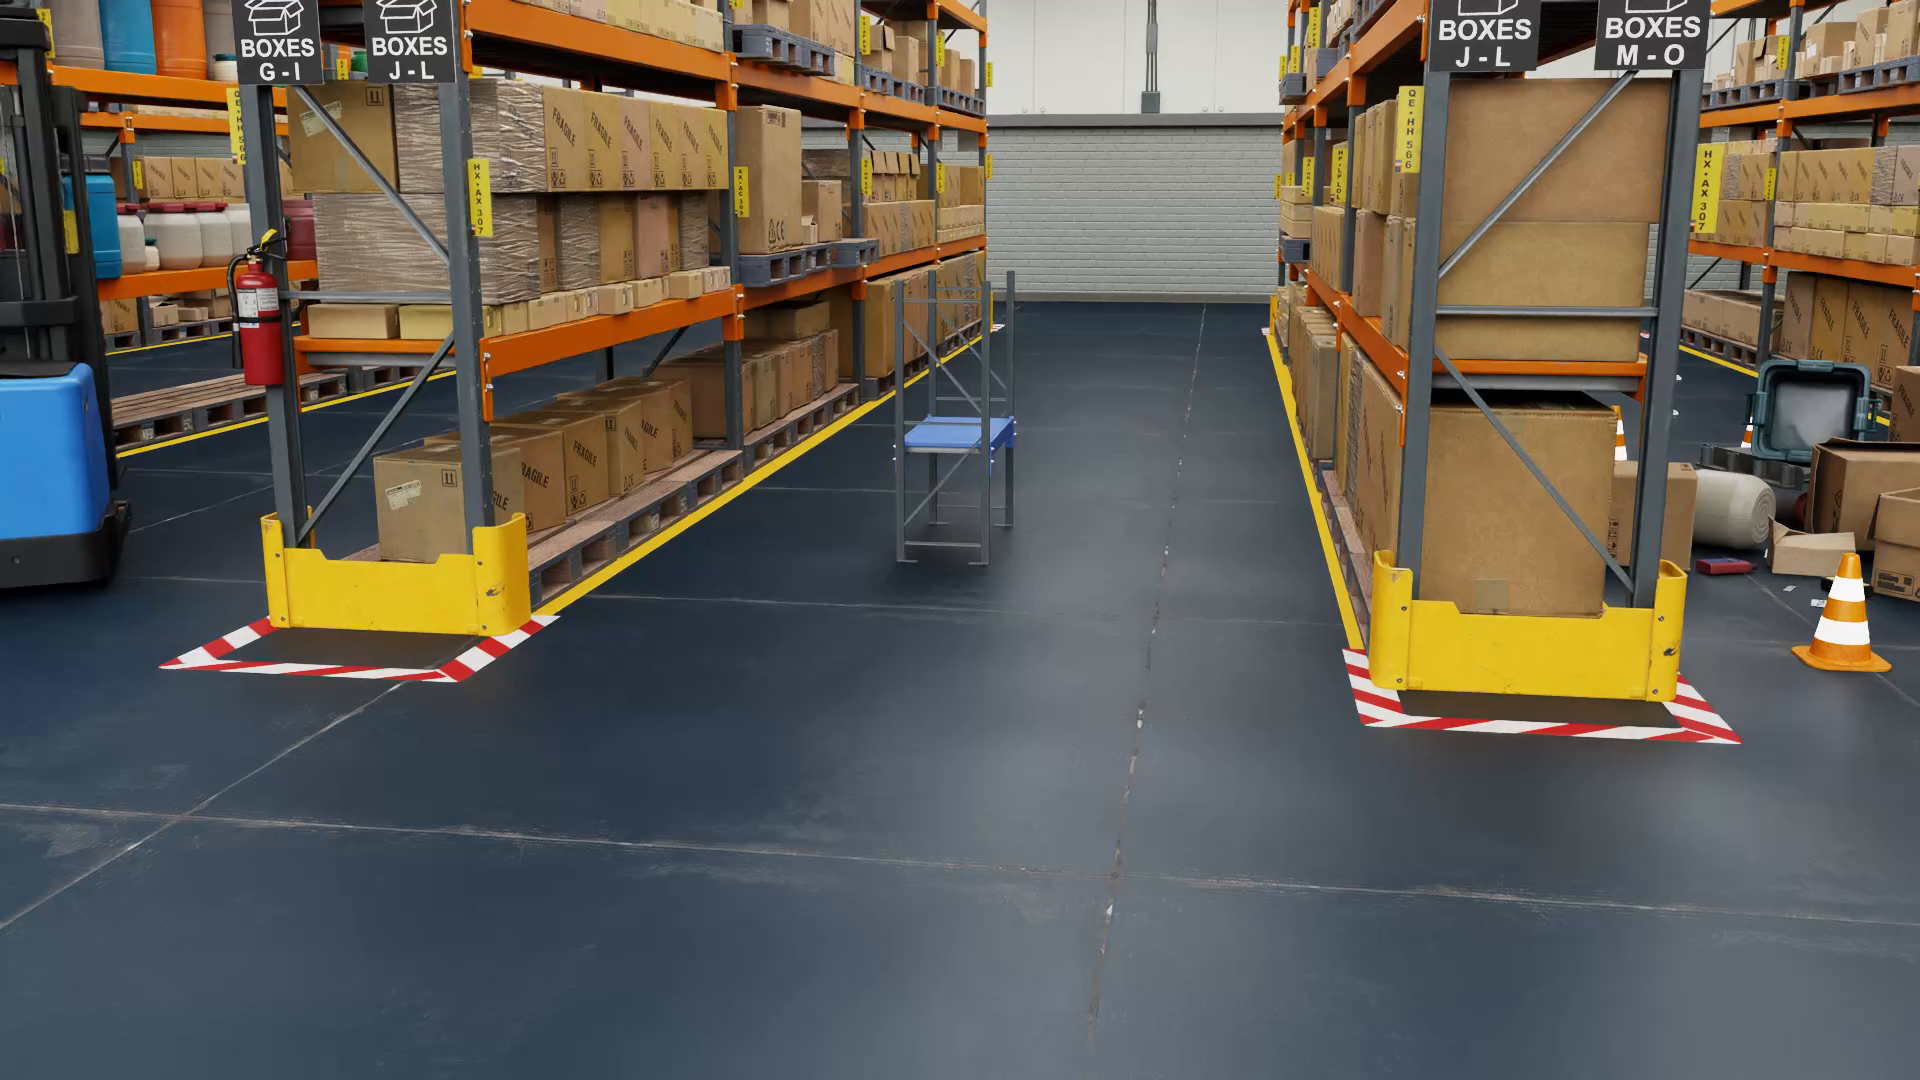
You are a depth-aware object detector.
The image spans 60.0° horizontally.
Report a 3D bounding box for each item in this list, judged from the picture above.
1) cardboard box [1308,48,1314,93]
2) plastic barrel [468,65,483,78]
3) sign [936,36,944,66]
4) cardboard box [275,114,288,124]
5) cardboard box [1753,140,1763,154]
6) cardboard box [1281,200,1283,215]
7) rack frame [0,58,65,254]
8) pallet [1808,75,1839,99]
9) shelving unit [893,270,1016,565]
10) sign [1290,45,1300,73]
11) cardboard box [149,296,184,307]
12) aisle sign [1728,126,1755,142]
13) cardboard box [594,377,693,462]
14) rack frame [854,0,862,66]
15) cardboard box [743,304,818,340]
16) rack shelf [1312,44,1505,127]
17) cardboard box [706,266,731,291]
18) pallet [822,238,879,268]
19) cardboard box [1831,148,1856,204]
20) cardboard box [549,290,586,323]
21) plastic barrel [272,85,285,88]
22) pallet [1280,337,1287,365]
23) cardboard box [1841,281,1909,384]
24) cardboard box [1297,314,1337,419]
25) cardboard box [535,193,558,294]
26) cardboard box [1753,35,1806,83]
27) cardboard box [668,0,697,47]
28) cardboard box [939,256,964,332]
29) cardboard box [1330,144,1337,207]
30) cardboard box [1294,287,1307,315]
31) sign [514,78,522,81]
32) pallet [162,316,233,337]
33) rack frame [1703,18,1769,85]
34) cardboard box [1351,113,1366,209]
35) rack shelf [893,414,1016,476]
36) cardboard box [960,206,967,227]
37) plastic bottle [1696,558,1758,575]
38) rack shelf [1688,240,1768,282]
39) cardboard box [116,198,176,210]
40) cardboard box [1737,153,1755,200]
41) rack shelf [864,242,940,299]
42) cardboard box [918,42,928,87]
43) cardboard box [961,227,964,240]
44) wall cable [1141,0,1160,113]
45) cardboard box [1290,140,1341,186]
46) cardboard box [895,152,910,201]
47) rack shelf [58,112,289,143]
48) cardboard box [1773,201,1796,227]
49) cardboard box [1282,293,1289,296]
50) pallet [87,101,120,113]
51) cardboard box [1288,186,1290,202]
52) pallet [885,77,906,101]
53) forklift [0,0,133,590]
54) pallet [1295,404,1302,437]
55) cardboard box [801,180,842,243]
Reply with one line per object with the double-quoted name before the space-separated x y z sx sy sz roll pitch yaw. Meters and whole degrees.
"cardboard box" 3.410 -4.300 14.969 0.500 0.500 0.500 2 12 9
"plastic barrel" -5.595 -5.295 18.380 0.600 0.588 0.600 0 12 0
"sign" -0.223 -5.425 18.452 0.100 0.325 0.005 2 12 9
"cardboard box" -9.752 -6.000 23.448 0.500 0.250 0.500 2 12 9
"cardboard box" 8.981 -4.332 18.324 0.380 0.149 0.250 2 12 8
"cardboard box" 3.571 -3.493 17.473 0.380 0.149 0.250 2 12 8
"rack frame" -6.885 -2.063 11.945 1.000 3.000 0.127 2 12 9
"pallet" 8.939 -4.427 16.249 0.805 0.209 1.217 1 12 6
"shelving unit" -0.013 -0.715 9.253 0.538 1.500 1.048 2 12 9
"sign" 3.587 -5.121 17.788 0.100 0.325 0.005 2 12 9
"cardboard box" -10.626 -3.074 21.975 0.500 0.311 0.500 2 12 9
"aisle sign" 9.964 -5.355 21.051 0.394 0.787 0.004 2 12 9
"cardboard box" -2.092 -0.804 11.039 0.500 0.500 0.500 1 12 7
"rack frame" -1.376 -5.668 14.432 1.000 3.000 0.127 2 12 9
"cardboard box" -1.521 -1.843 14.036 0.500 0.250 0.500 3 13 15
"rack shelf" 3.202 -3.252 12.049 1.077 0.370 4.000 2 12 9
"cardboard box" -1.734 -1.725 10.975 0.380 0.149 0.250 2 12 9
"pallet" -1.381 -2.489 14.380 1.213 0.211 1.003 2 12 9
"cardboard box" 8.476 -3.383 15.460 0.500 0.500 0.500 2 12 8
"cardboard box" -2.153 -1.206 8.565 0.380 0.149 0.250 2 12 9
"plastic barrel" -6.258 -4.233 15.263 0.294 0.245 0.294 0 12 0
"pallet" 4.193 -2.164 19.032 1.003 0.211 1.213 2 12 9
"cardboard box" 8.746 -1.907 15.269 0.875 0.875 0.875 2 12 9
"cardboard box" 3.196 -1.353 12.994 1.050 0.750 0.750 2 12 10
"cardboard box" -2.537 -1.485 8.323 0.875 0.500 0.500 2 12 9
"cardboard box" 9.207 -5.299 18.364 0.797 0.503 0.637 3 12 13
"cardboard box" -1.894 -3.084 9.918 0.500 0.250 0.500 2 12 10
"cardboard box" -0.442 -3.056 20.602 0.875 0.875 0.875 2 12 9
"cardboard box" 3.430 -2.998 13.673 0.700 0.500 0.500 2 12 8
"cardboard box" 3.587 -2.374 16.544 0.500 0.250 0.500 2 12 11
"sign" -5.112 -5.181 19.271 0.100 0.325 0.005 2 12 9
"pallet" -10.257 -2.924 22.560 1.003 0.211 1.213 2 12 9
"rack frame" 9.646 -7.012 20.669 1.000 3.000 0.127 2 12 9
"cardboard box" 2.803 -2.246 9.876 0.875 0.550 0.550 2 12 9
"rack shelf" -0.013 -0.540 9.291 0.538 0.185 1.000 2 12 9
"cardboard box" -0.191 -4.043 20.783 0.500 0.250 0.500 2 12 9
"plastic bottle" 4.023 0.137 8.713 0.283 0.061 0.133 -2 12 -11
"rack shelf" 9.339 -3.311 19.445 1.077 0.370 4.000 2 12 9
"cardboard box" -10.201 -4.036 20.862 0.500 0.500 0.500 2 12 10
"cardboard box" 8.917 -3.997 18.308 0.500 0.500 0.500 2 12 8
"rack shelf" -1.069 -2.800 17.072 1.077 0.370 4.000 2 12 9
"cardboard box" -0.700 -5.502 19.311 0.700 0.500 0.500 1 12 5
"cardboard box" -0.149 -3.820 20.696 0.380 0.149 0.250 2 12 7
"wall cable" 4.129 -9.971 26.764 2.277 5.999 0.120 2 12 9
"cardboard box" 3.929 -4.176 18.432 0.500 0.500 0.500 1 12 7
"cardboard box" -0.968 -3.831 17.532 0.797 0.503 0.637 2 12 9
"rack shelf" -10.241 -5.420 22.112 1.077 0.370 4.000 2 12 9
"cardboard box" 8.685 -3.335 17.018 0.500 0.250 0.500 2 12 7
"cardboard box" 4.140 -2.948 20.412 0.380 0.149 0.250 2 12 10
"pallet" -10.719 -5.130 19.505 1.213 0.211 1.003 2 12 9
"cardboard box" 3.293 -3.256 15.668 0.380 0.149 0.250 2 12 9
"pallet" -1.161 -4.478 16.478 1.003 0.211 1.213 2 12 11
"forklift" -5.308 -1.413 9.094 1.130 2.935 3.031 -5 13 -23
"pallet" 3.313 -1.028 13.764 1.003 0.211 1.213 2 12 9
"cardboard box" -1.407 -2.756 13.927 0.700 0.500 0.500 4 13 17
